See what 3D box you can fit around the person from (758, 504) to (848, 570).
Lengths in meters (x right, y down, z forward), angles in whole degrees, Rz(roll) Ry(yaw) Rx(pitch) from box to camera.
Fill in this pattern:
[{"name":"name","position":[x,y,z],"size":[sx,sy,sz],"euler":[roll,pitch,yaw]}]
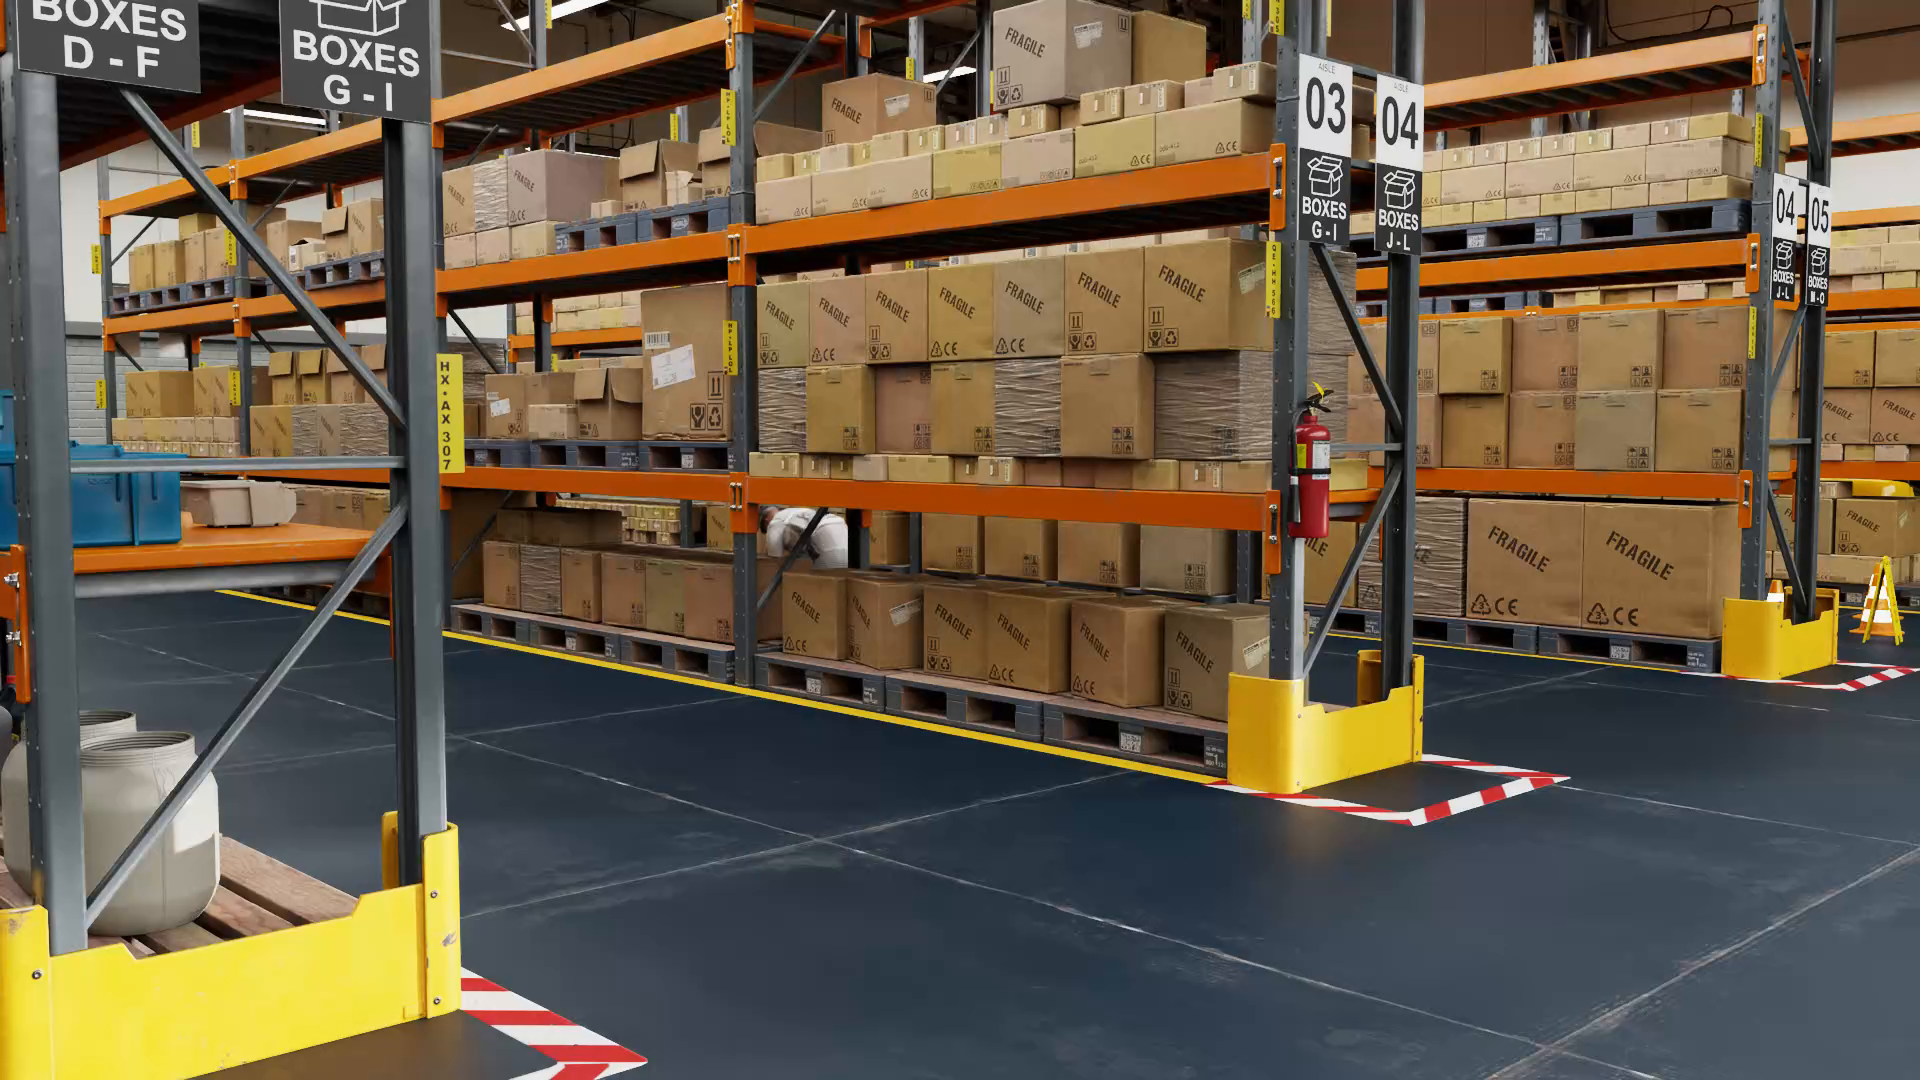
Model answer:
[{"name":"person","position":[-1.194,0.225,12.793],"size":[1.019,1.027,0.544],"euler":[3,5,41]}]
